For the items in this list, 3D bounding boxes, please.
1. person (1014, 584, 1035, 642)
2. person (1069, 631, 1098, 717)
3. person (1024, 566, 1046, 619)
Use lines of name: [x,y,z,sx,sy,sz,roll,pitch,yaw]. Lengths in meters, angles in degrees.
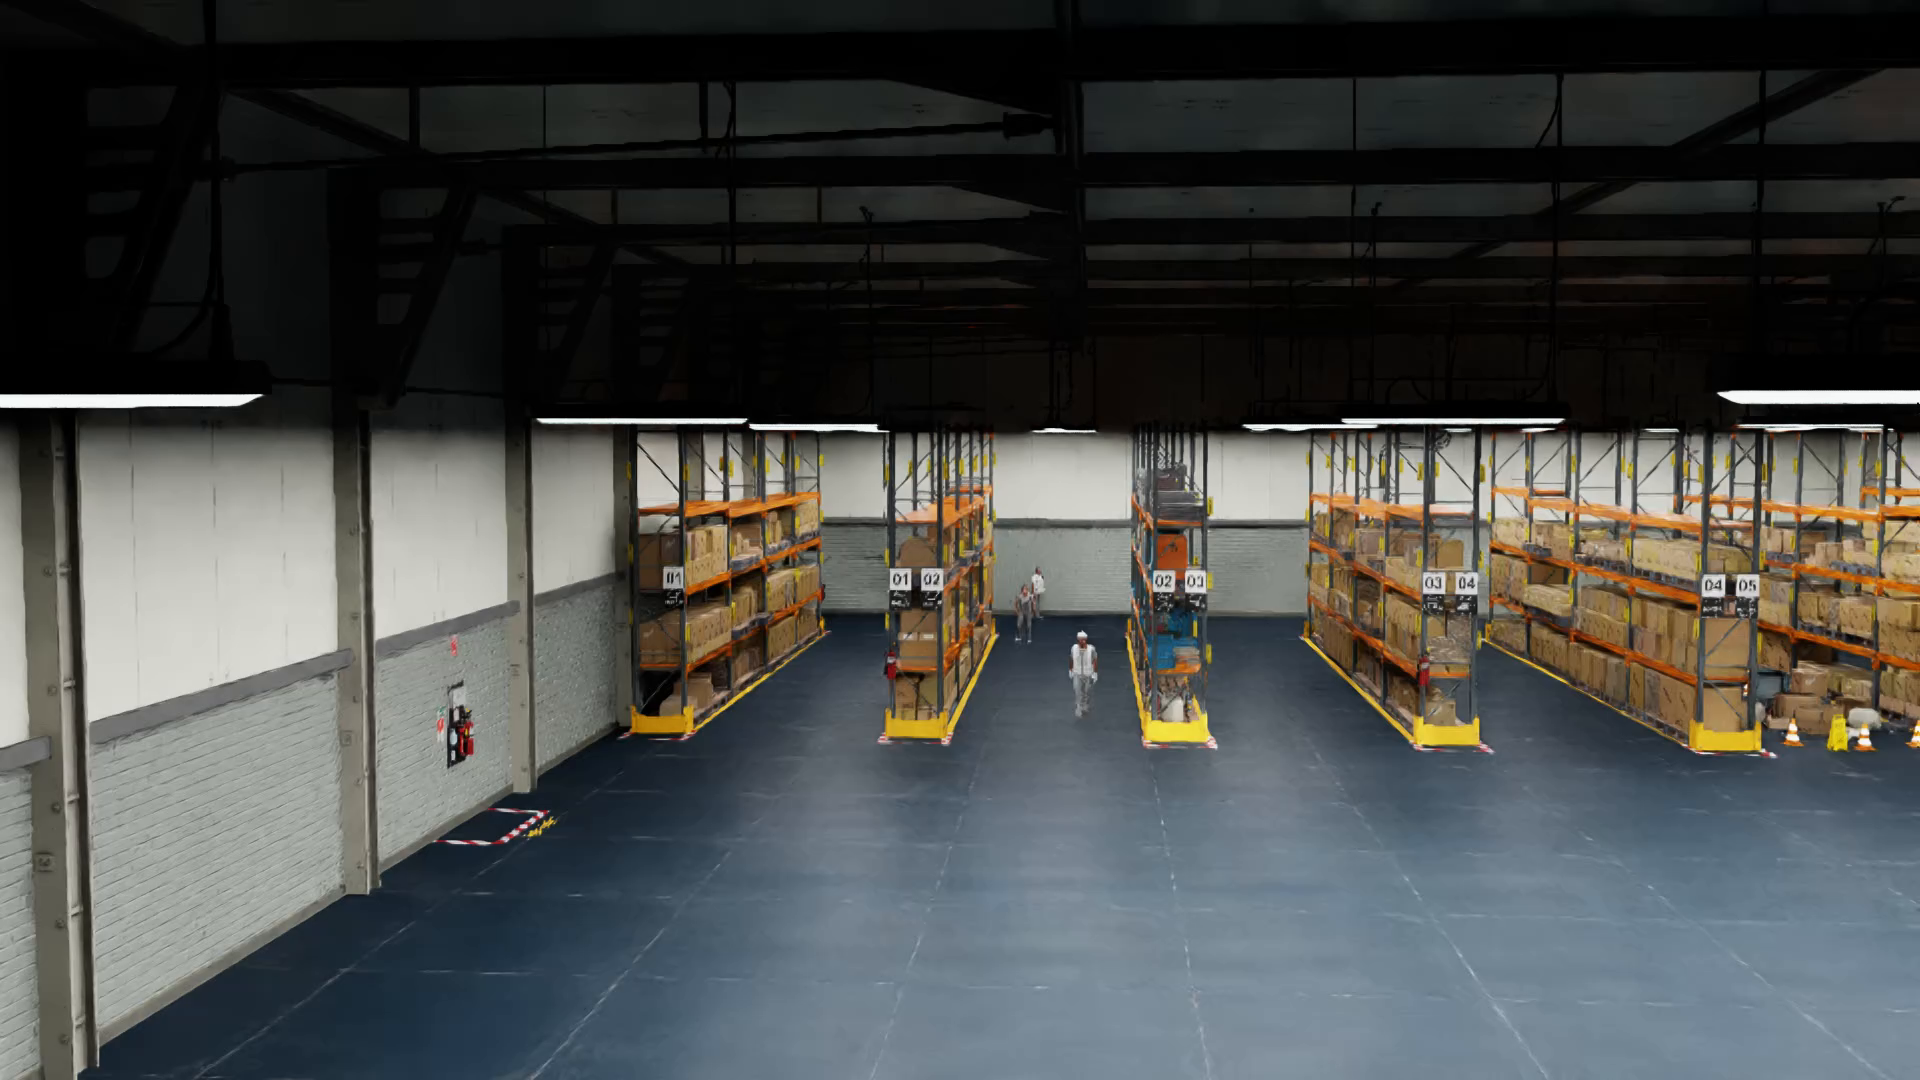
person: [1.788,2.019,45.883,0.580,1.618,0.507,0,4,3]
person: [2.520,2.711,33.905,0.577,1.733,1.042,0,4,3]
person: [2.292,1.632,51.652,0.668,1.662,0.511,-3,5,-39]
